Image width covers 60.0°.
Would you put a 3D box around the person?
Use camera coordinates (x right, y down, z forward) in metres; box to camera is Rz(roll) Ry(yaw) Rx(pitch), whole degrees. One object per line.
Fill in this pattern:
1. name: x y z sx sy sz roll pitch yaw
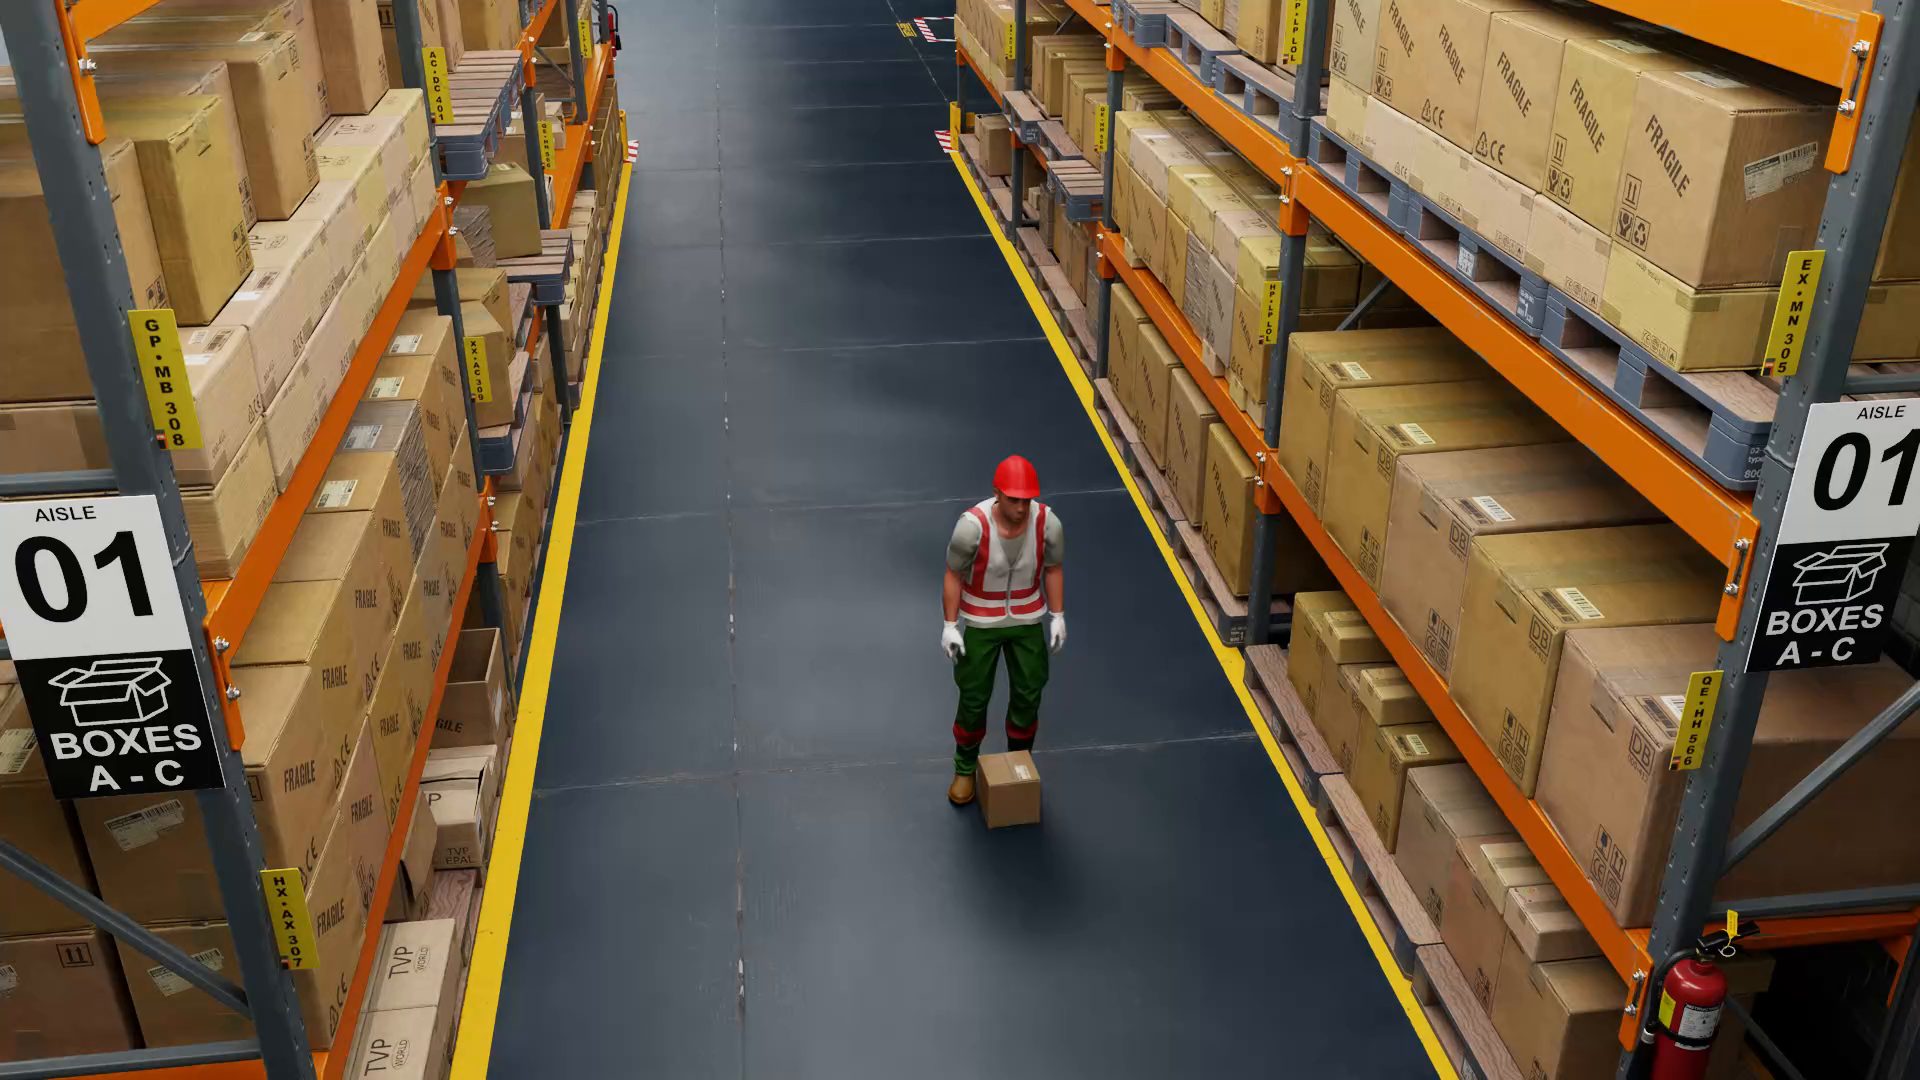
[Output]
1. person: 0.209 0.407 7.800 0.611 1.778 0.451 -5 27 -10
